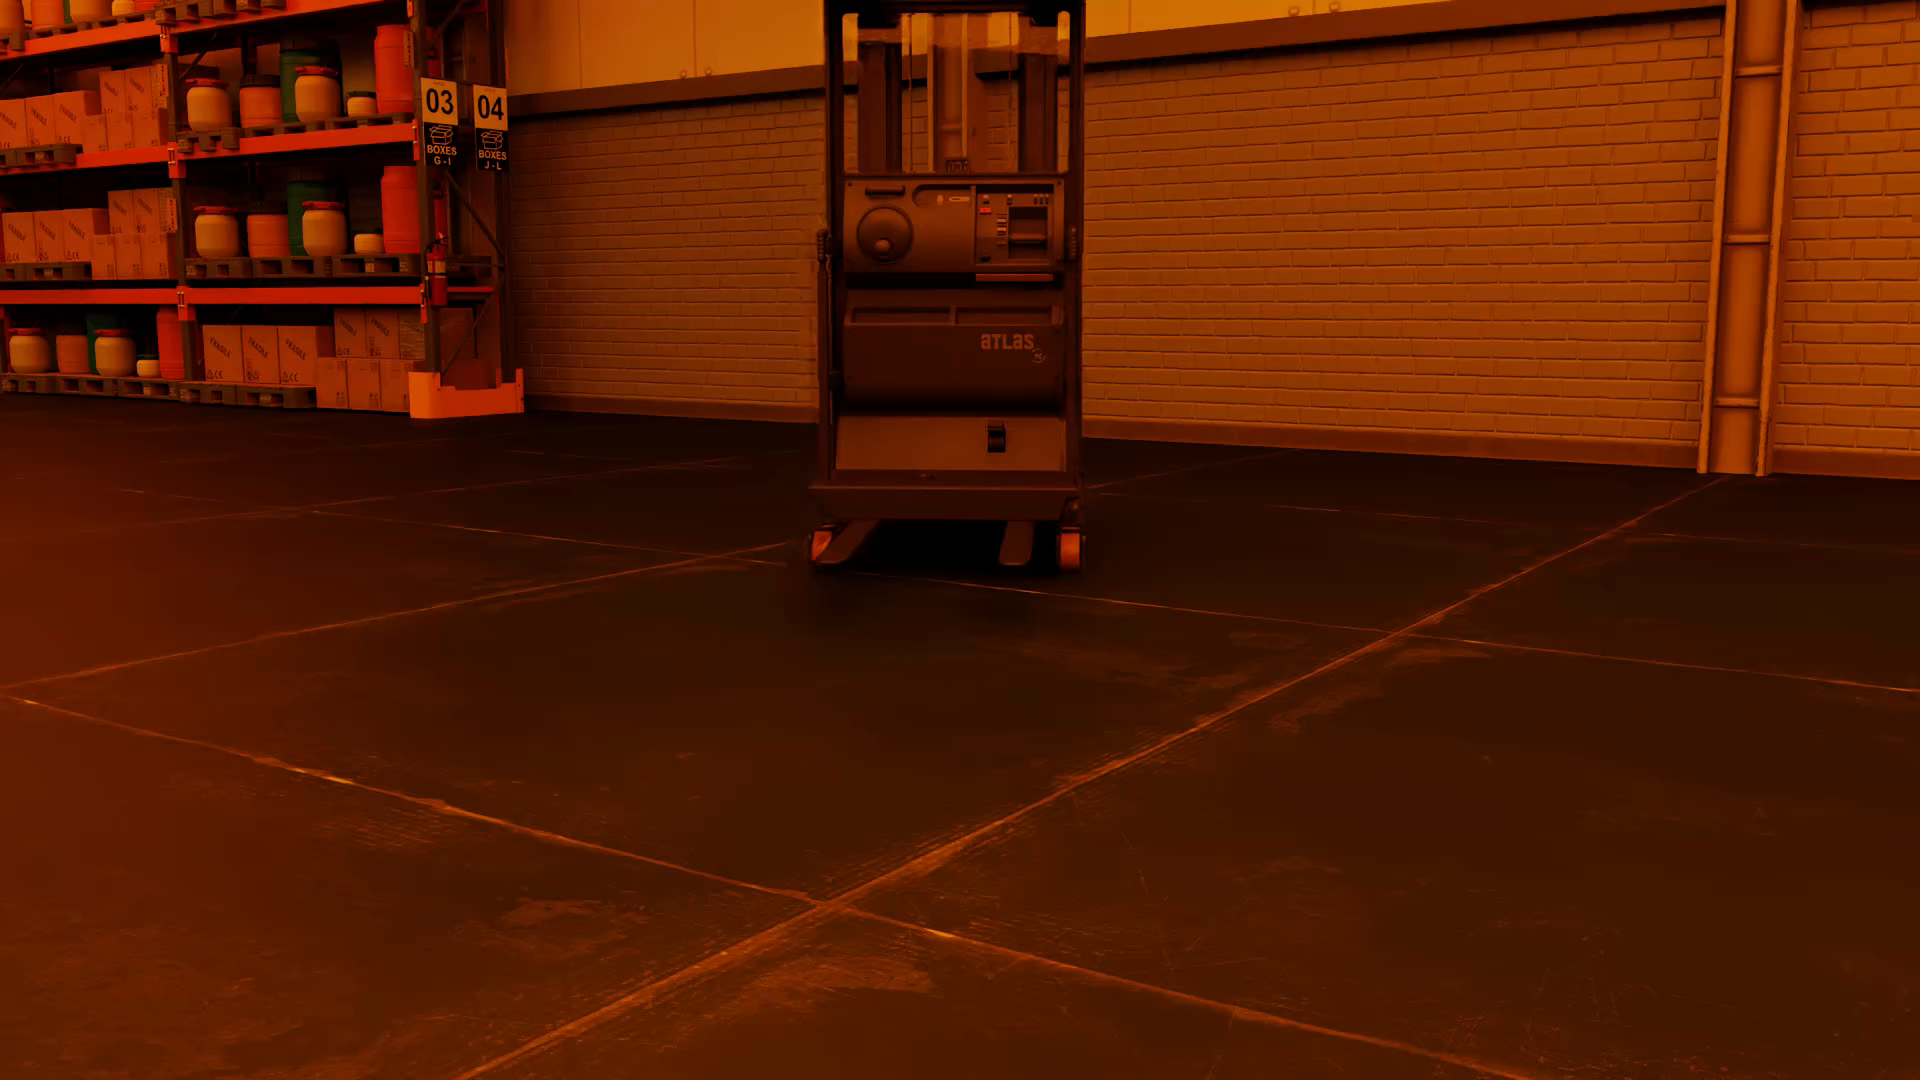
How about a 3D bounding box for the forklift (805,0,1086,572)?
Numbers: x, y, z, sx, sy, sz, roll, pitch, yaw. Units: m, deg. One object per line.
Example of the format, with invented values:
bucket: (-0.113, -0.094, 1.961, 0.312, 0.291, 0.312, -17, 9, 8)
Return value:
forklift: (-0.037, -1.365, 6.794, 1.130, 2.935, 3.031, 0, 8, 3)
